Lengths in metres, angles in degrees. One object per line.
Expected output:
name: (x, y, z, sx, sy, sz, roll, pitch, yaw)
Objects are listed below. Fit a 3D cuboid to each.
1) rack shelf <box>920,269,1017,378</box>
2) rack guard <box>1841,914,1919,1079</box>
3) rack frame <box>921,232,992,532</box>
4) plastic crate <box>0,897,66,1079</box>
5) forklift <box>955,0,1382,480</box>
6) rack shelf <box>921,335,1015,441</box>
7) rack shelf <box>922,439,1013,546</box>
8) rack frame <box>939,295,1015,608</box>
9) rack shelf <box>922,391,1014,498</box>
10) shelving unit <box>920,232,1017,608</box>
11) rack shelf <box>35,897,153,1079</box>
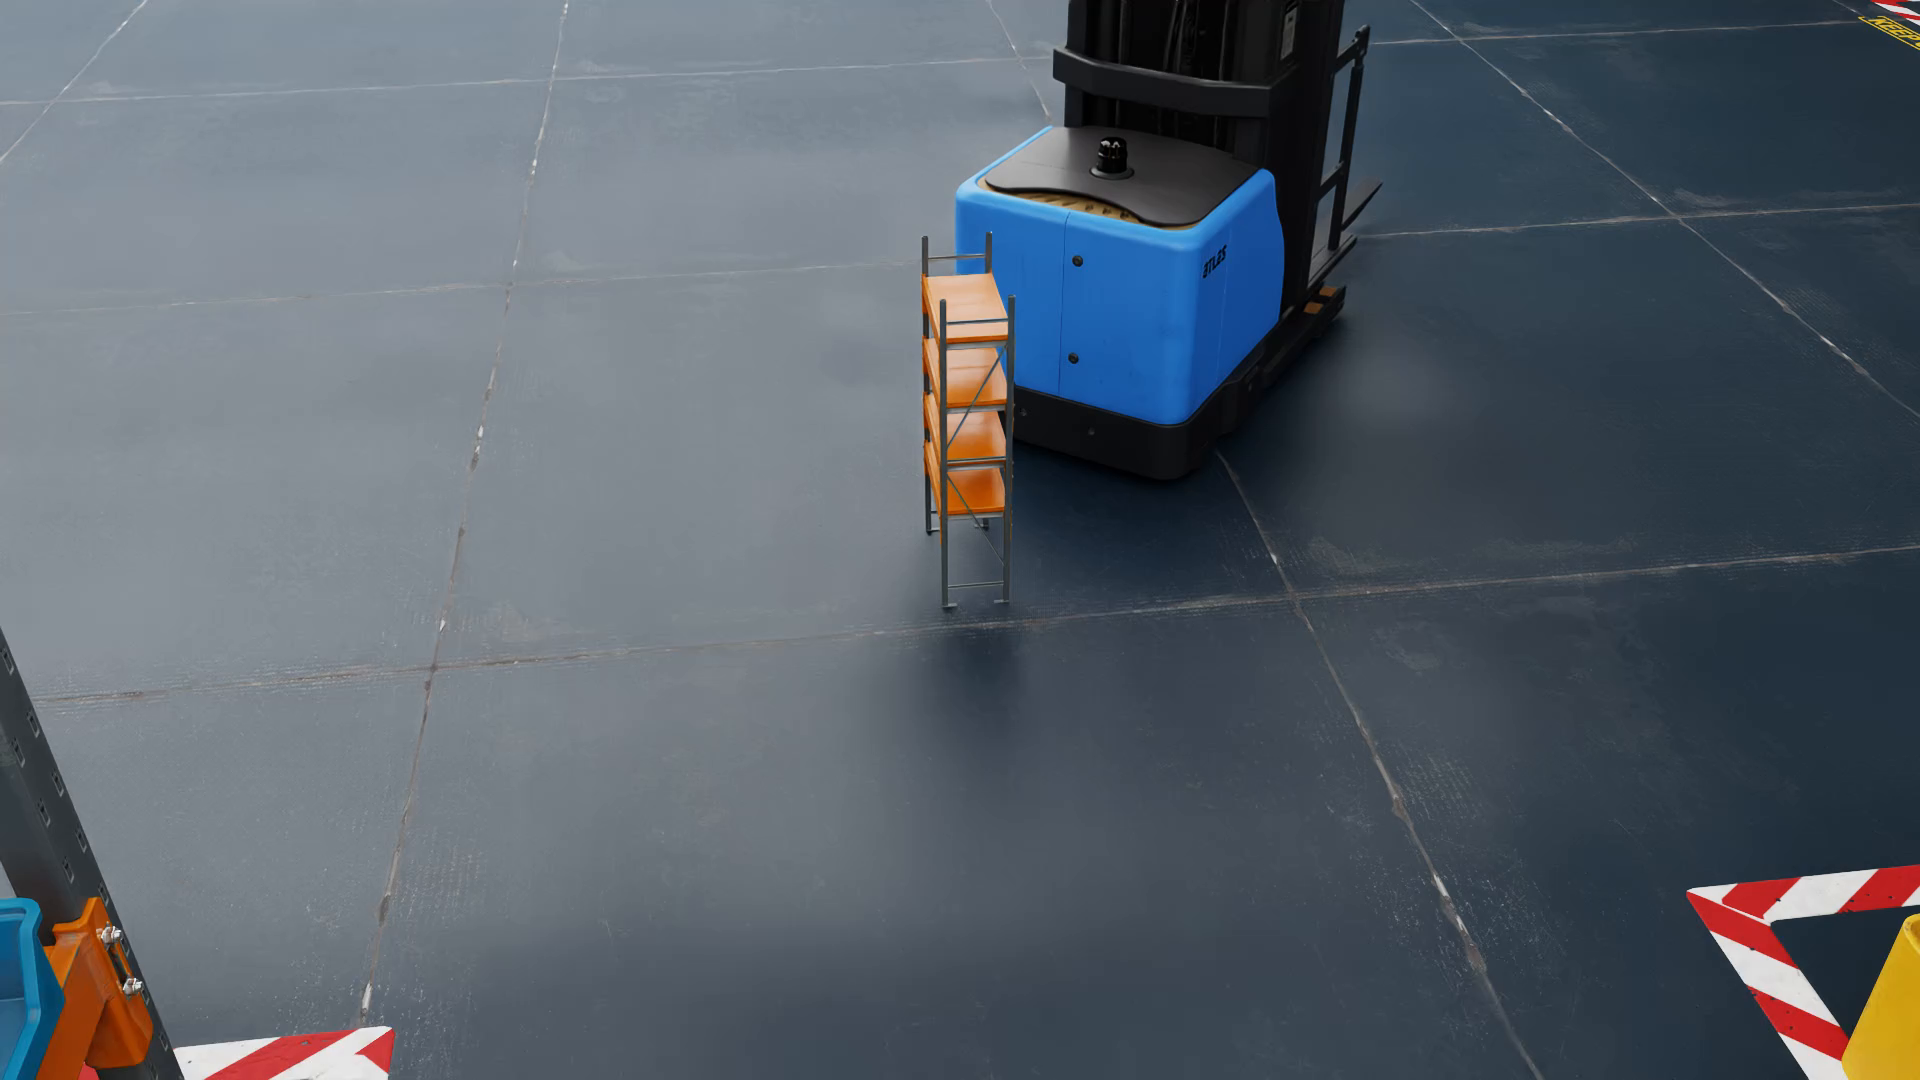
rack shelf: (0.022, -0.728, 5.555, 0.258, 0.148, 0.480, -4, 35, -6)
rack guard: (2.857, 1.171, 4.088, 1.175, 0.500, 0.348, -4, 35, -6)
rack frame: (-0.011, -0.540, 5.976, 0.240, 1.200, 0.015, -4, 35, -6)
plastic crate: (-1.685, 0.842, 2.482, 0.499, 0.251, 0.616, -4, 35, -6)
forklift: (1.136, -2.248, 6.947, 1.130, 2.935, 3.031, 18, 38, 24)
rack shelf: (0.022, -0.533, 5.688, 0.258, 0.148, 0.480, -4, 35, -6)
rack shelf: (0.022, -0.184, 5.926, 0.258, 0.148, 0.480, -4, 35, -6)
rack frame: (0.055, -0.267, 5.577, 0.240, 1.200, 0.015, -4, 35, -6)
rack shelf: (0.022, -0.348, 5.814, 0.258, 0.148, 0.480, -4, 35, -6)
shelving unit: (0.022, -0.403, 5.777, 0.258, 1.200, 0.503, -4, 35, -6)
rack shelf: (-1.780, 1.938, 1.382, 1.077, 0.370, 4.000, -4, 35, -6)
